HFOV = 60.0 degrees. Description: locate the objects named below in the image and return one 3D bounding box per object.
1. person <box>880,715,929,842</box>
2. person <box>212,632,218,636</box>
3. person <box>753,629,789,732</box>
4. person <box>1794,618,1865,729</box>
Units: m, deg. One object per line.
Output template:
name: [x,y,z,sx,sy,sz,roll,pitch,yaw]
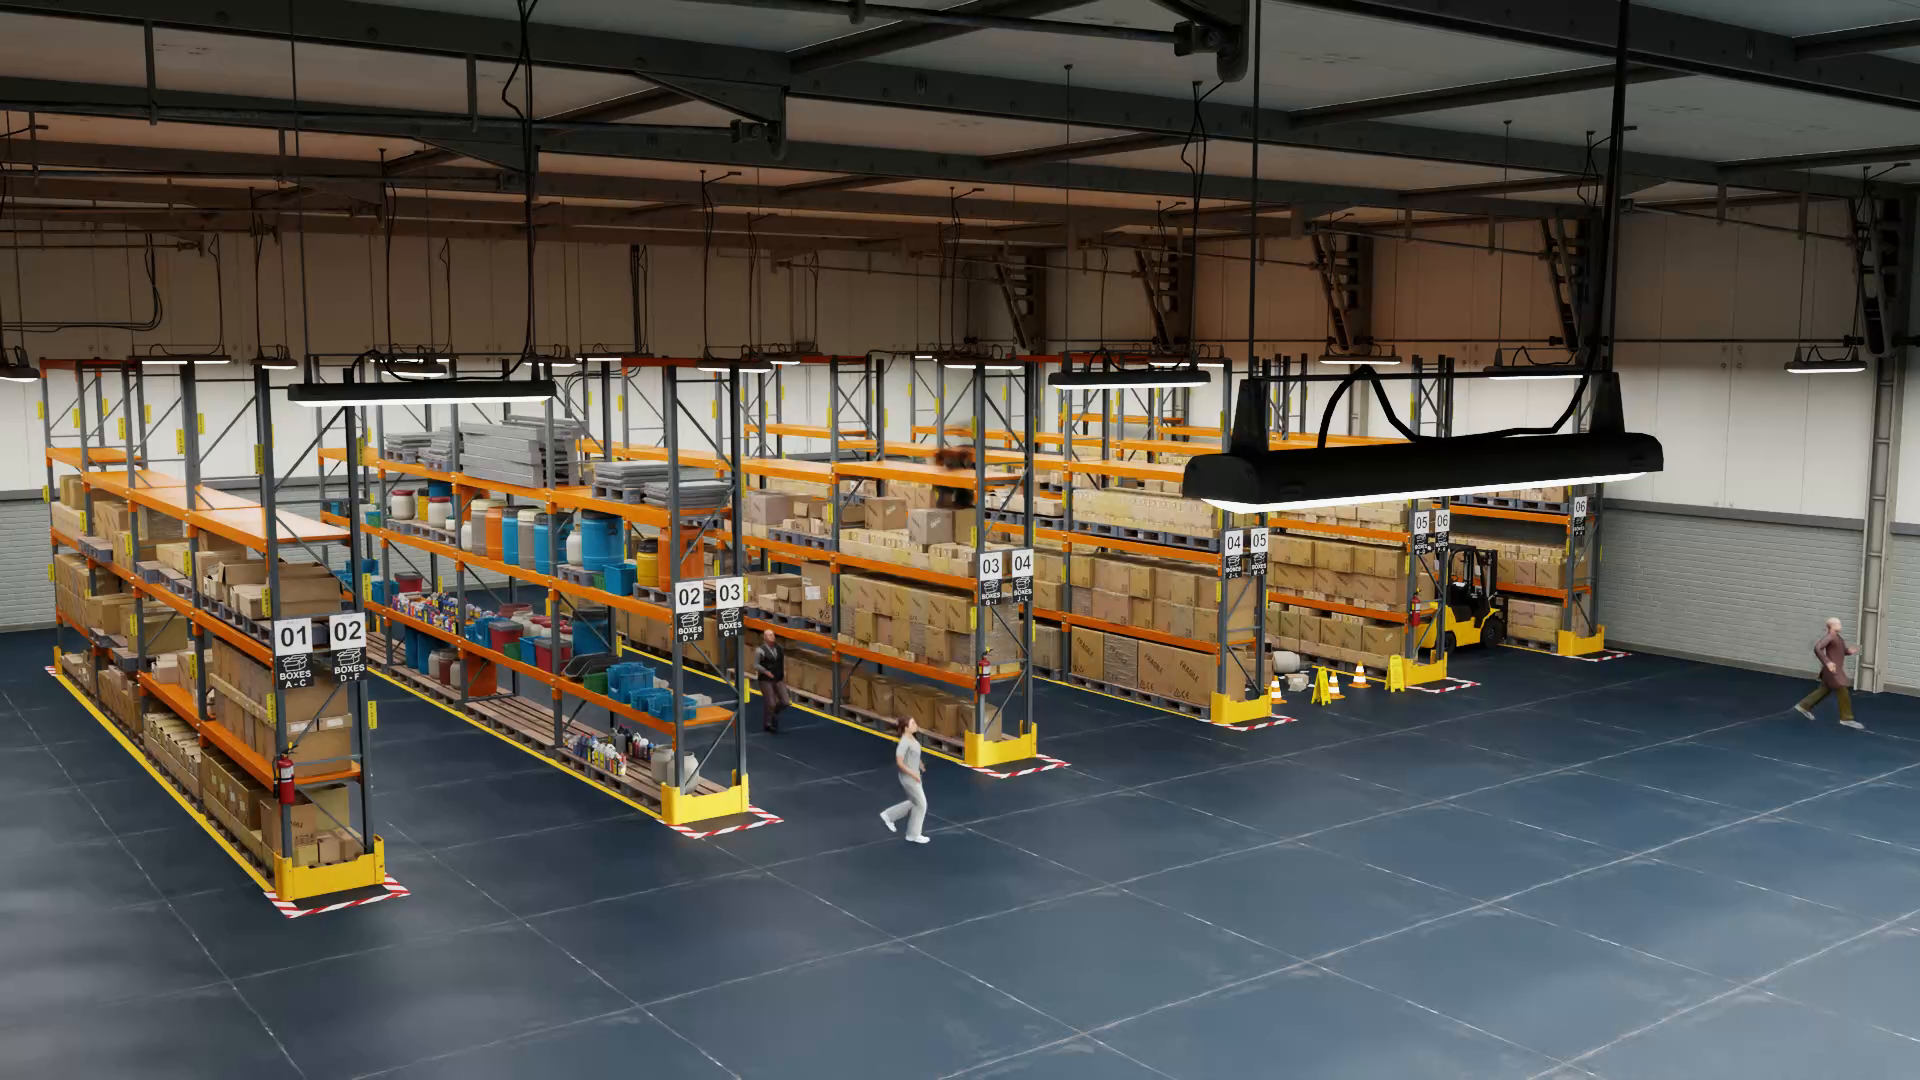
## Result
person: [-0.700,3.011,21.024,0.627,1.646,0.564,0,7,4]
person: [-13.937,1.774,31.445,0.646,1.666,0.645,5,9,38]
person: [-3.012,2.273,26.830,0.635,1.676,0.564,-5,9,-38]
person: [14.288,2.152,27.248,1.046,1.780,0.695,3,8,27]
